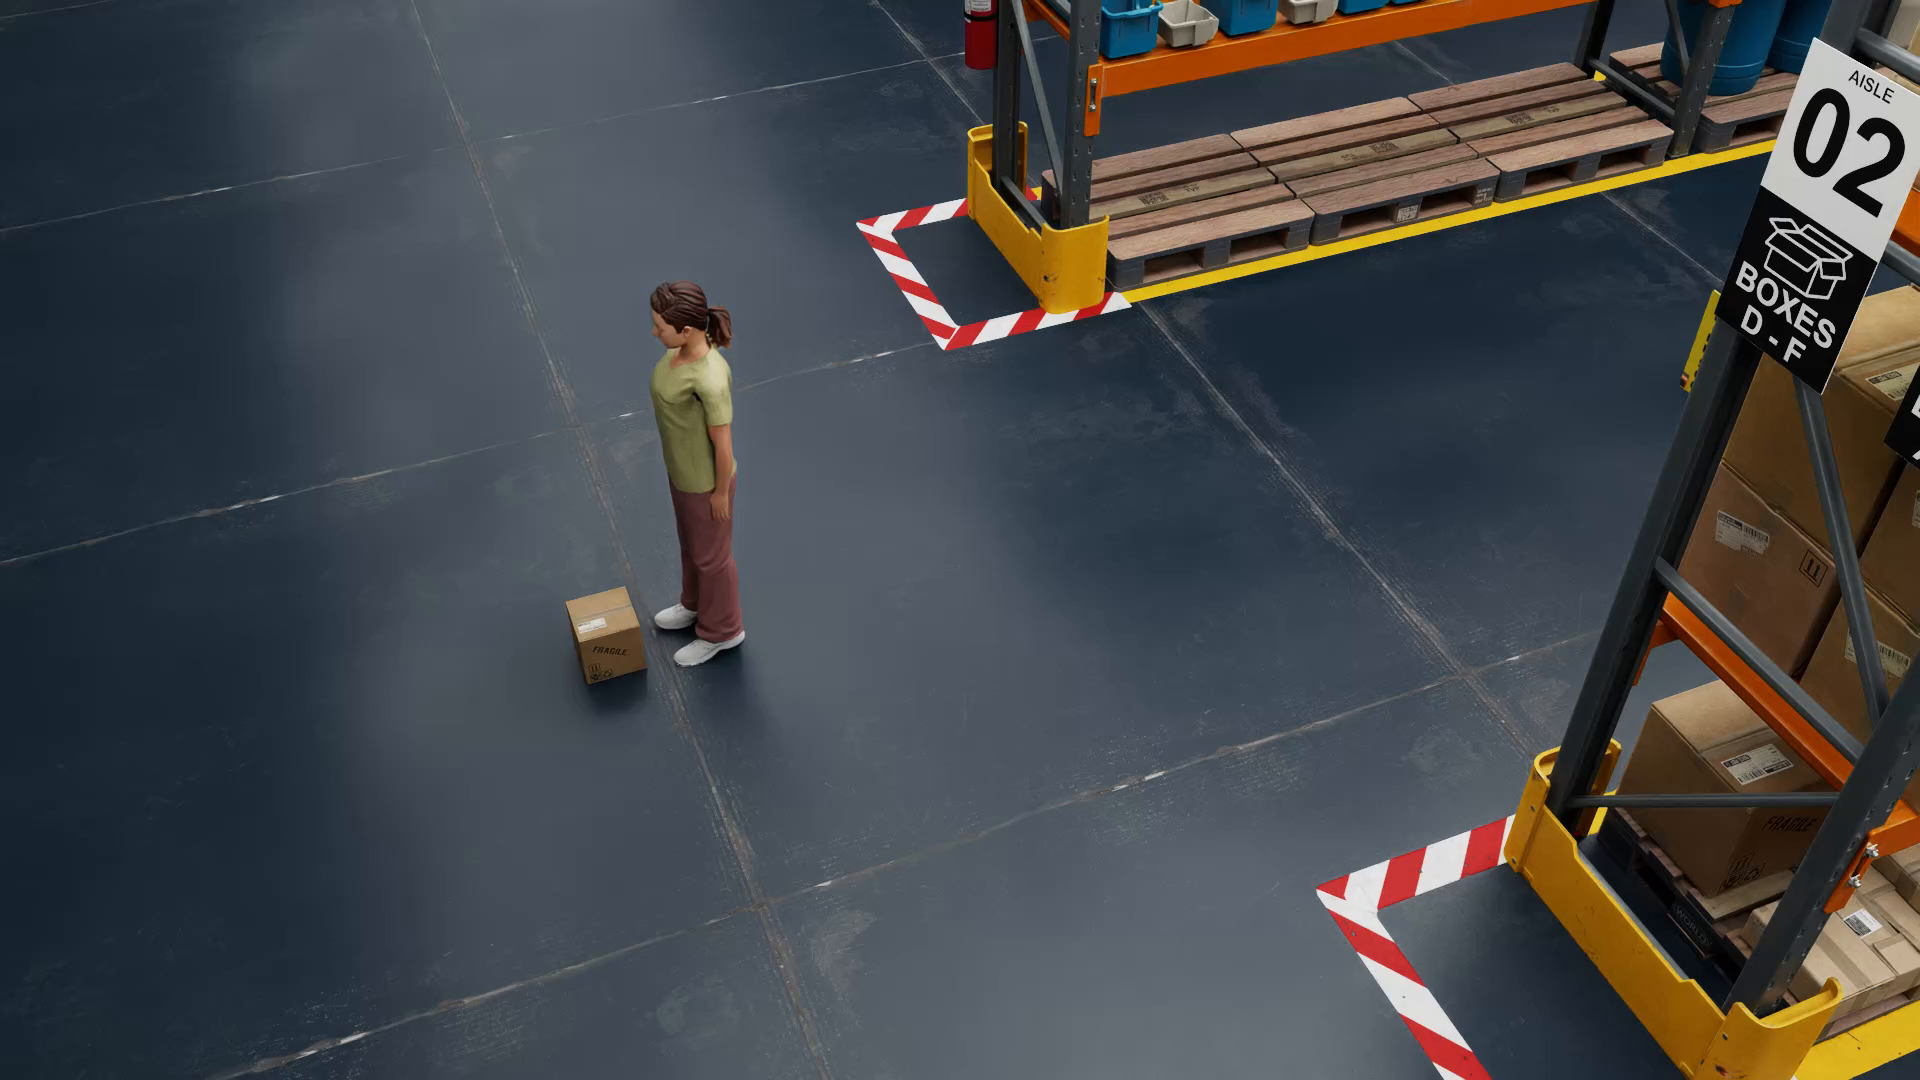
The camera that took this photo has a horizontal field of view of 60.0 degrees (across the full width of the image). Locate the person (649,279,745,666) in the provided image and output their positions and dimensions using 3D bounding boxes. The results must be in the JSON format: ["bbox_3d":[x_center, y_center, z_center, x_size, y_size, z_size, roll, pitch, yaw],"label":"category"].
[{"bbox_3d":[-1.036,-0.261,6.444,0.460,1.704,0.455,-15,44,-16],"label":"person"}]
